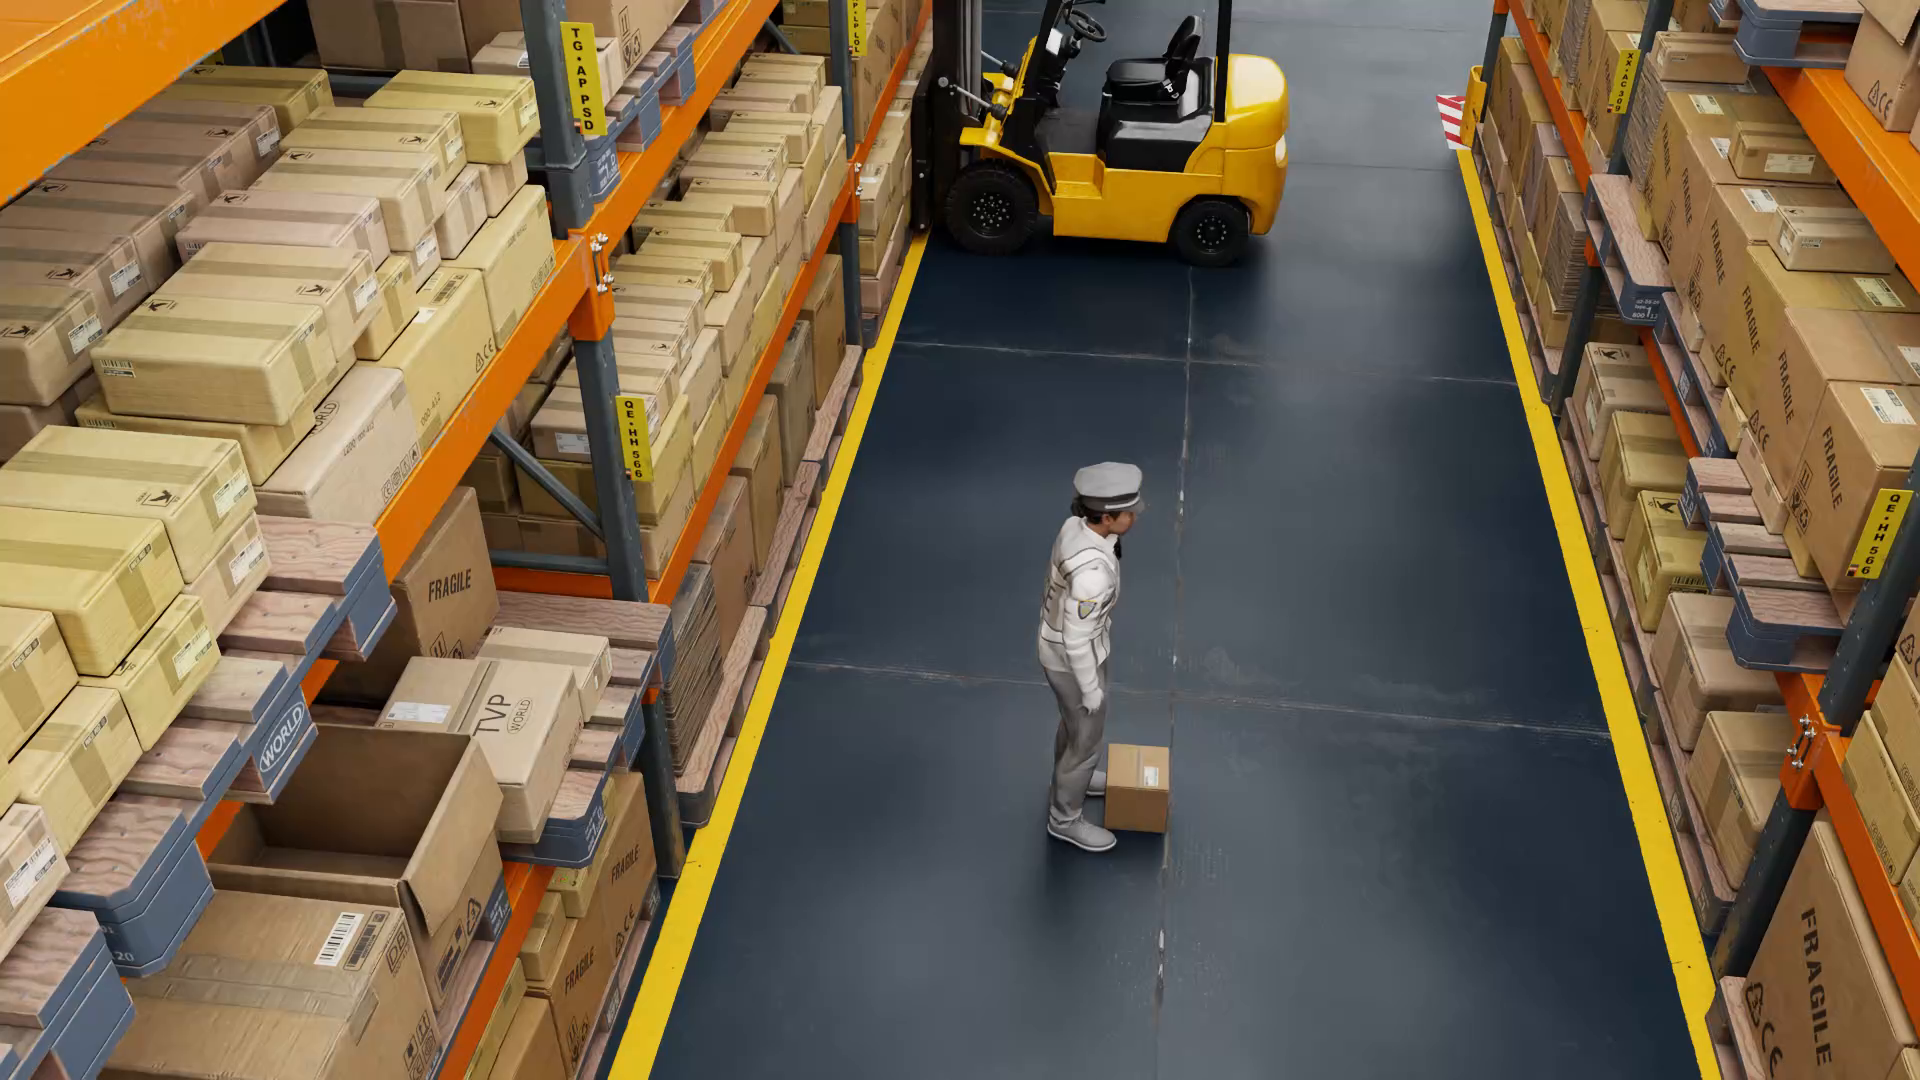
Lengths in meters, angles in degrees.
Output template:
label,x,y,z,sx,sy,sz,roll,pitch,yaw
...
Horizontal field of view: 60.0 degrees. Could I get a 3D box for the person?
label,x,y,z,sx,sy,sz,roll,pitch,yaw
person,0.483,0.438,6.440,0.373,1.662,0.524,3,36,4
